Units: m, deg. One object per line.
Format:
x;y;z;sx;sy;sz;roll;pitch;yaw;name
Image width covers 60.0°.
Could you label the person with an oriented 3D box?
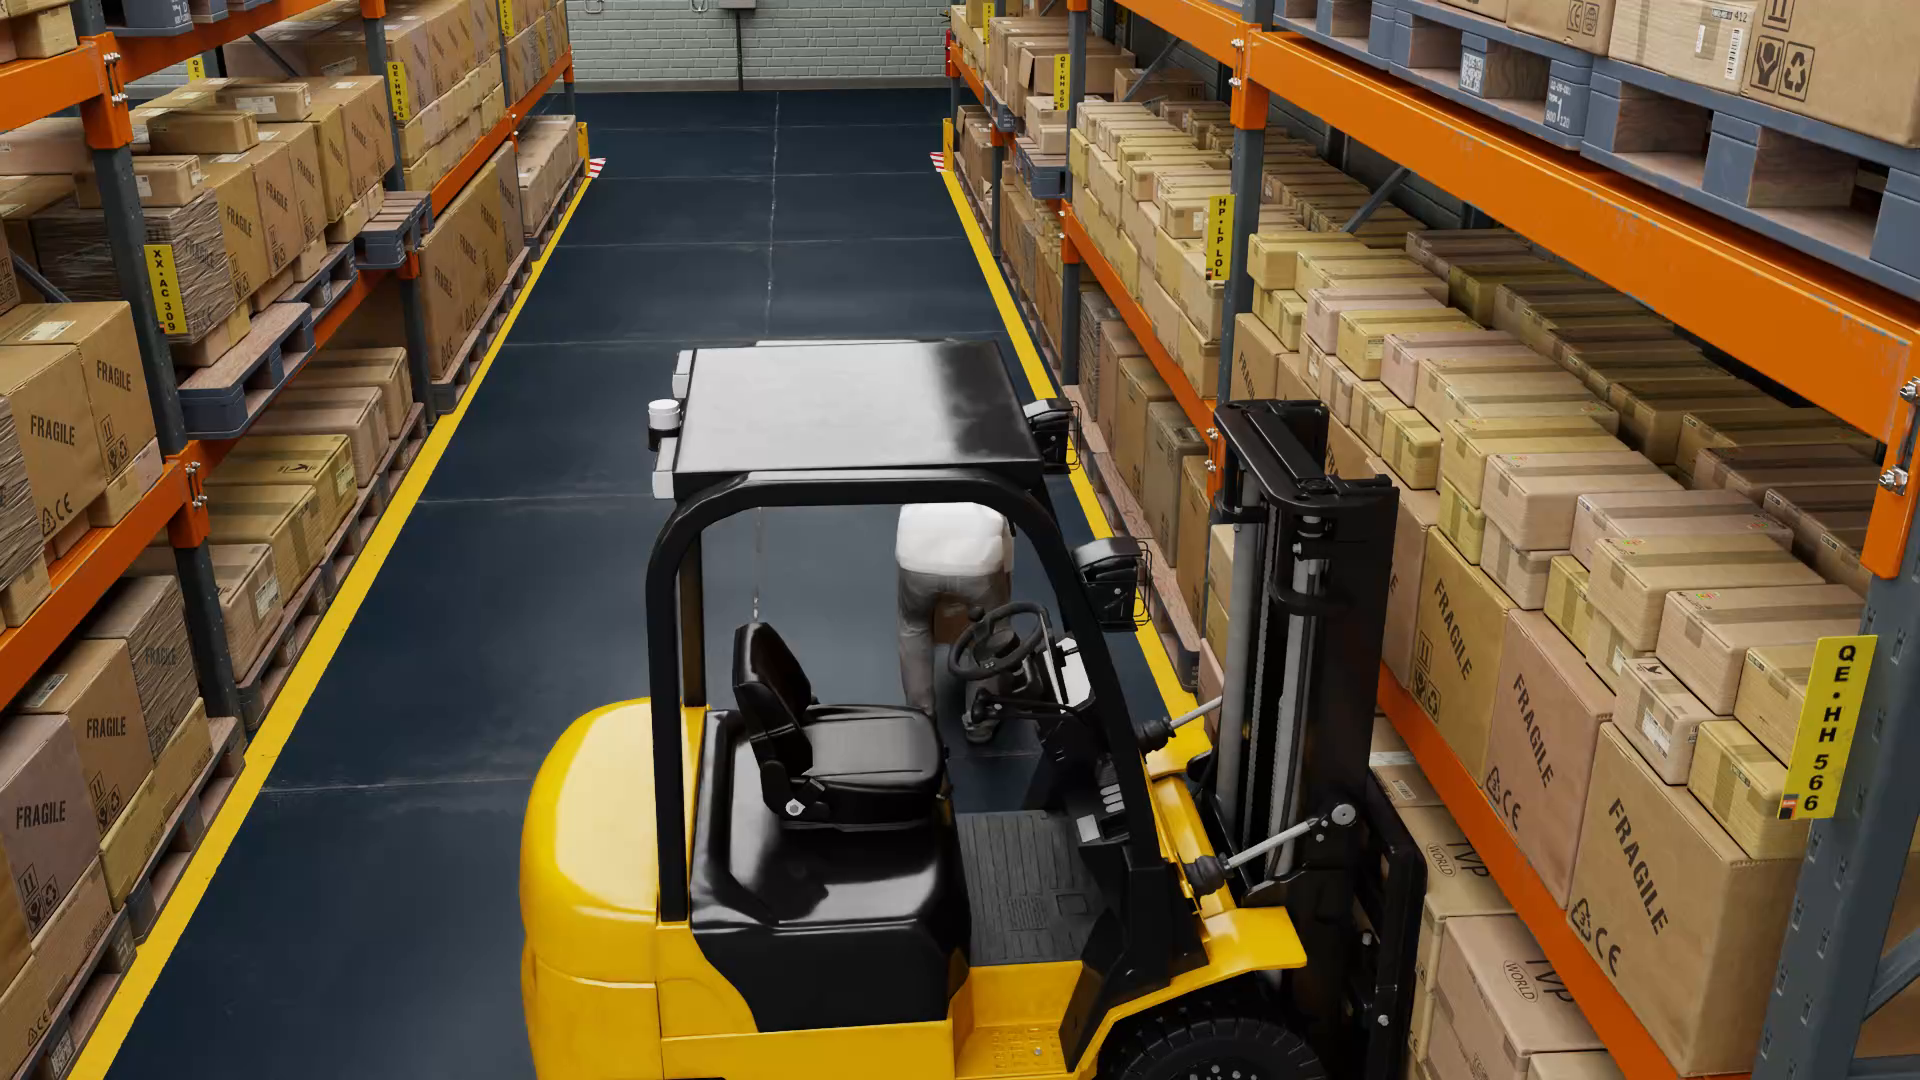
-0.017;0.205;6.971;0.485;1.064;0.982;2;24;5;person
